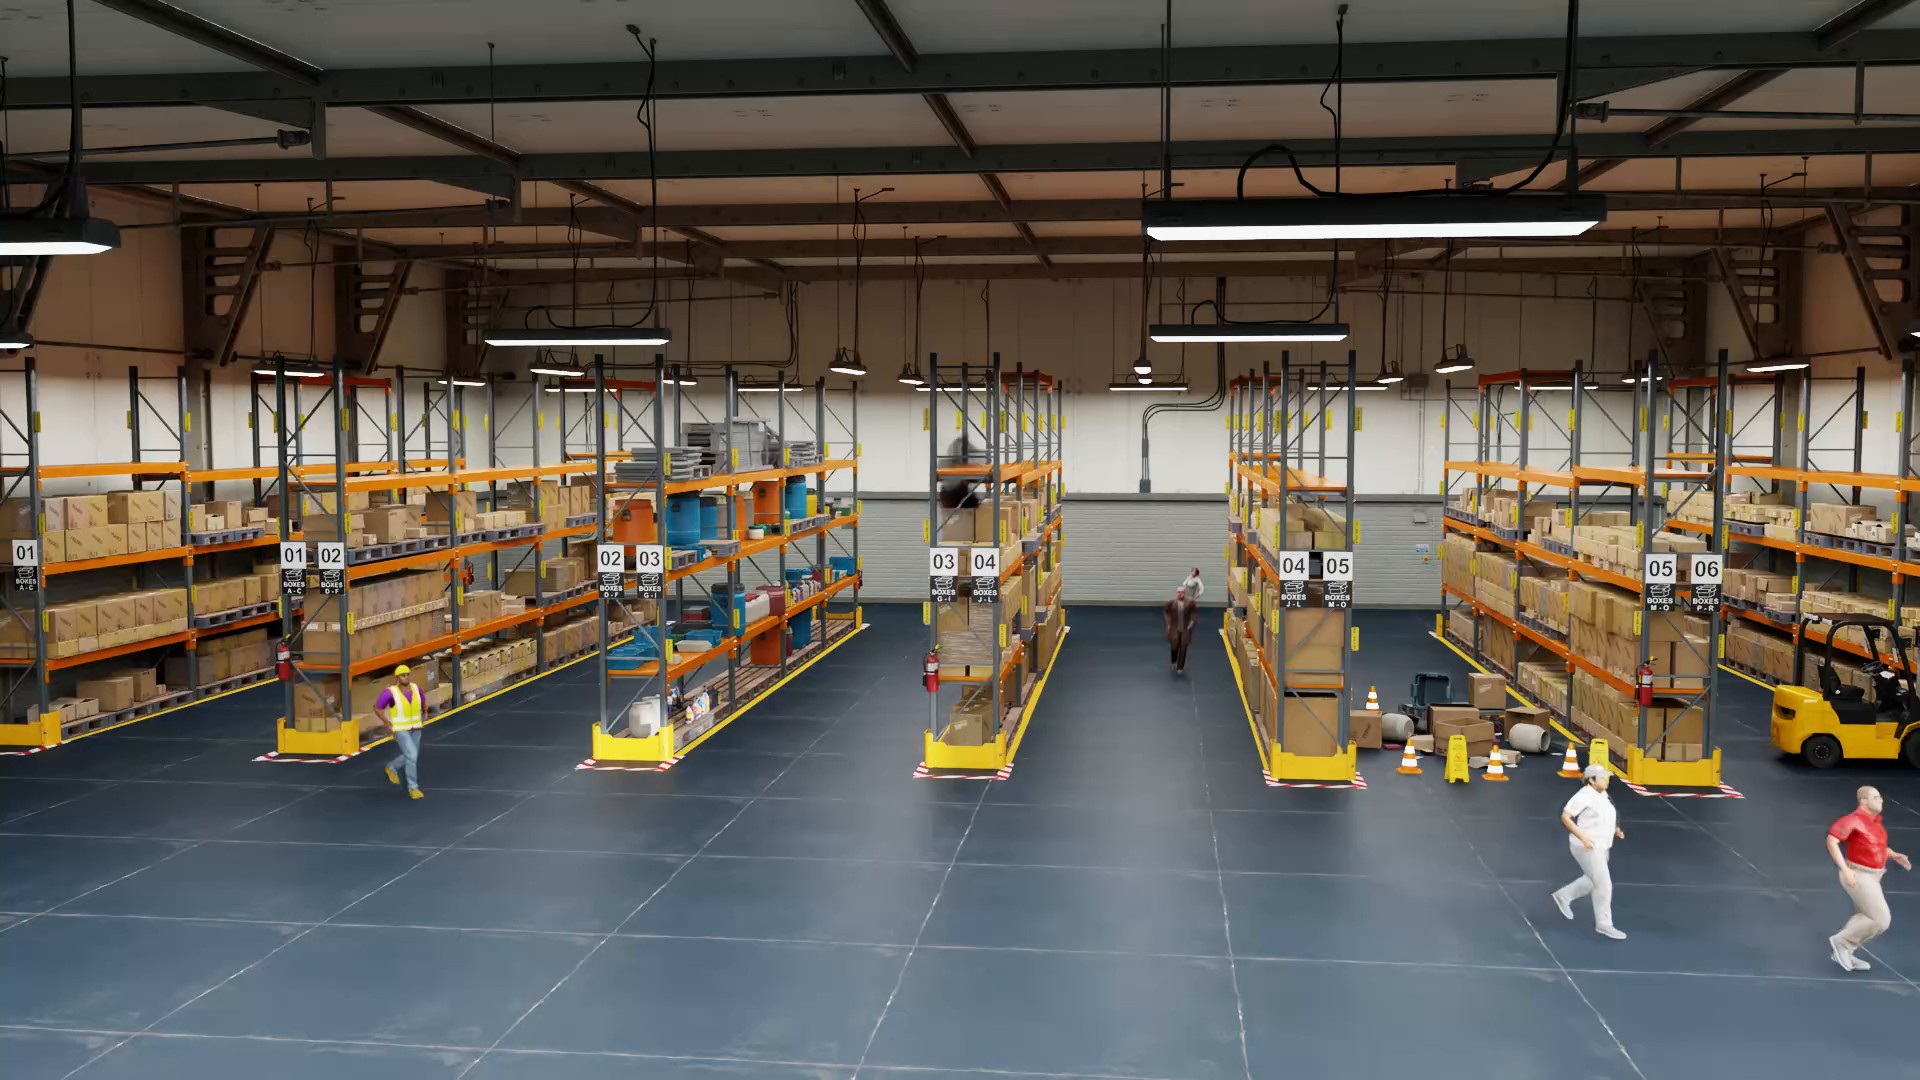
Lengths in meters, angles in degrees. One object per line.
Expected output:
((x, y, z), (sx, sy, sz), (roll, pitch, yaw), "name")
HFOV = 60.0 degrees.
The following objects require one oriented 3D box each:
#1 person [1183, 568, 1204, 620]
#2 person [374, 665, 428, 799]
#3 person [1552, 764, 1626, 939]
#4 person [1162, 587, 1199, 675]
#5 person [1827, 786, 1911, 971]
((5.629, 1.398, 40.334), (0.692, 1.494, 0.710), (-4, 5, -41), "person")
((-7.460, 2.551, 22.352), (0.844, 1.766, 0.690), (3, 5, 38), "person")
((6.184, 3.017, 16.348), (0.808, 1.658, 0.627), (4, 6, 45), "person")
((4.378, 1.800, 32.976), (0.719, 1.746, 0.629), (0, 4, 5), "person")
((8.281, 3.083, 15.136), (0.668, 1.694, 0.605), (-4, 6, -44), "person")
